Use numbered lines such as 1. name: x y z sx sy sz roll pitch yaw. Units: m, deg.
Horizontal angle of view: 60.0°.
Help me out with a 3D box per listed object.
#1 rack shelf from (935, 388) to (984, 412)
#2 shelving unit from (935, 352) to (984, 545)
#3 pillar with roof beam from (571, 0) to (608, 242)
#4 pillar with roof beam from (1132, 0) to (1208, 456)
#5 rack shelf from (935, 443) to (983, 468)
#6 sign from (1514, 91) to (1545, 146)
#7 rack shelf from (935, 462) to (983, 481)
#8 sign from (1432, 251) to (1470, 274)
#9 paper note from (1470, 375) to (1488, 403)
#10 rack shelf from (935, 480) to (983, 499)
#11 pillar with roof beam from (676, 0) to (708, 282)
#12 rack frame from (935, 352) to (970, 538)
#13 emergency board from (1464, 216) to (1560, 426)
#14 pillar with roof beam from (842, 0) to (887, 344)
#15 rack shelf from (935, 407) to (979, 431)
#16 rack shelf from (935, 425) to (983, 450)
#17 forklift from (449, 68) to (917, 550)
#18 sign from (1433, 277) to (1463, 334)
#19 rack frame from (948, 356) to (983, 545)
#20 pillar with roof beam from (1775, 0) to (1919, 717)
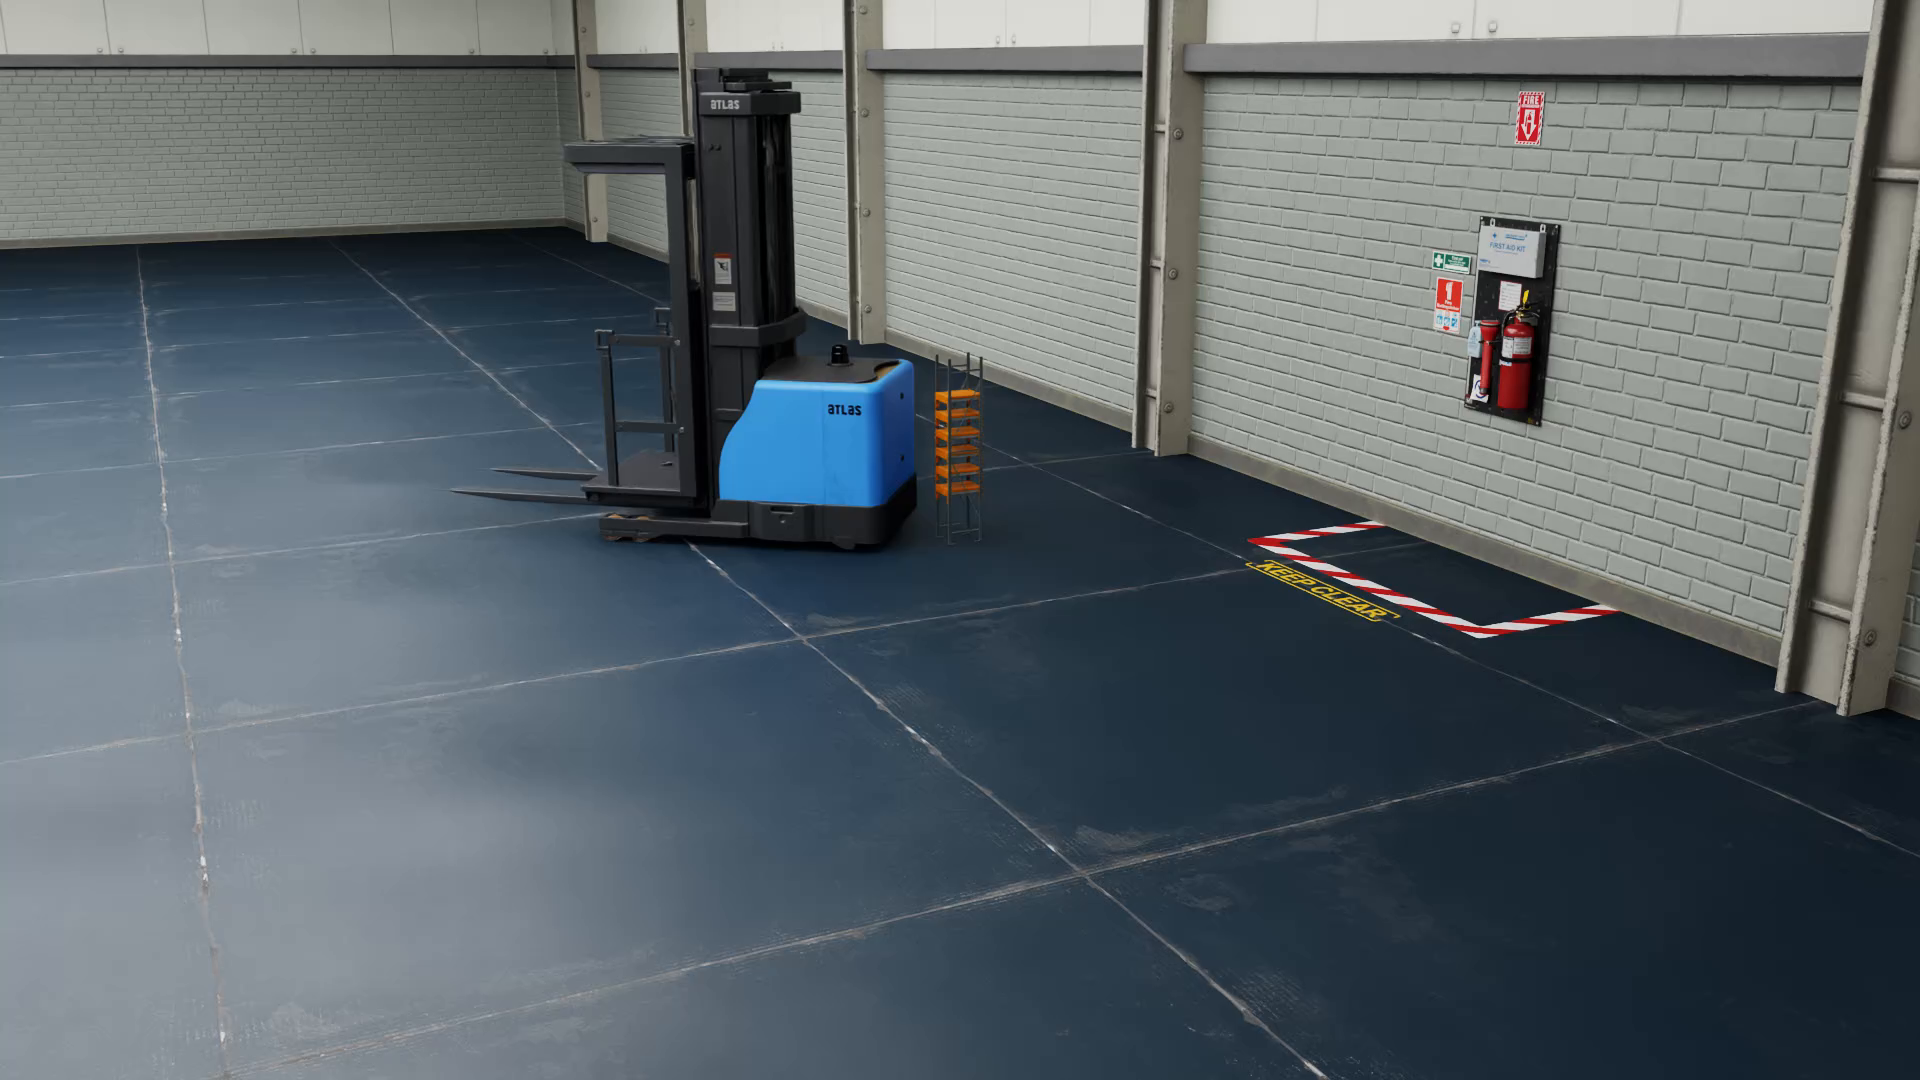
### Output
1. rack shelf: -0.006 -0.884 10.511 0.258 0.103 0.180 -8 18 -25
2. shelving unit: -0.006 -0.580 10.598 0.258 1.200 0.189 -8 18 -25
3. pillar with roof beam: -10.153 -8.990 25.763 9.100 9.000 0.400 -8 18 -25
4. pillar with roof beam: -2.267 -4.526 10.210 9.100 9.000 0.400 -8 18 -25
5. rack shelf: -0.006 -0.538 10.610 0.258 0.103 0.180 -8 18 -25
6. sign: 3.269 -2.421 9.546 0.001 0.298 0.199 -8 18 -25
7. rack shelf: -0.006 -0.422 10.643 0.258 0.103 0.180 -8 18 -25
8. sign: 3.027 -1.712 10.253 0.001 0.109 0.331 -8 18 -25
9. paper note: 3.167 -0.921 10.121 0.016 0.148 0.142 -8 18 -25
10. rack shelf: -0.006 -0.307 10.676 0.258 0.103 0.180 -8 18 -25
11. pillar with roof beam: -7.524 -7.502 20.579 9.100 9.000 0.400 -8 18 -25
12. rack frame: -0.046 -0.603 10.677 0.240 1.200 0.006 -8 18 -25
13. emergency board: 3.183 -1.293 9.817 0.194 1.169 0.643 -8 18 -25
14. pillar with roof beam: -4.896 -6.014 15.394 9.100 9.000 0.400 -8 18 -25
15. rack shelf: -0.006 -0.768 10.544 0.258 0.103 0.180 -8 18 -25
16. rack shelf: -0.006 -0.653 10.577 0.258 0.103 0.180 -8 18 -25
17. forklift: -1.862 -1.532 10.775 3.031 2.935 1.130 3 16 11
18. sign: 3.033 -1.459 10.333 0.001 0.329 0.234 -8 18 -25
19. rack frame: 0.034 -0.558 10.519 0.240 1.200 0.006 -8 18 -25
20. pillar with roof beam: 0.361 -3.039 5.026 9.100 9.000 0.400 -8 18 -25
